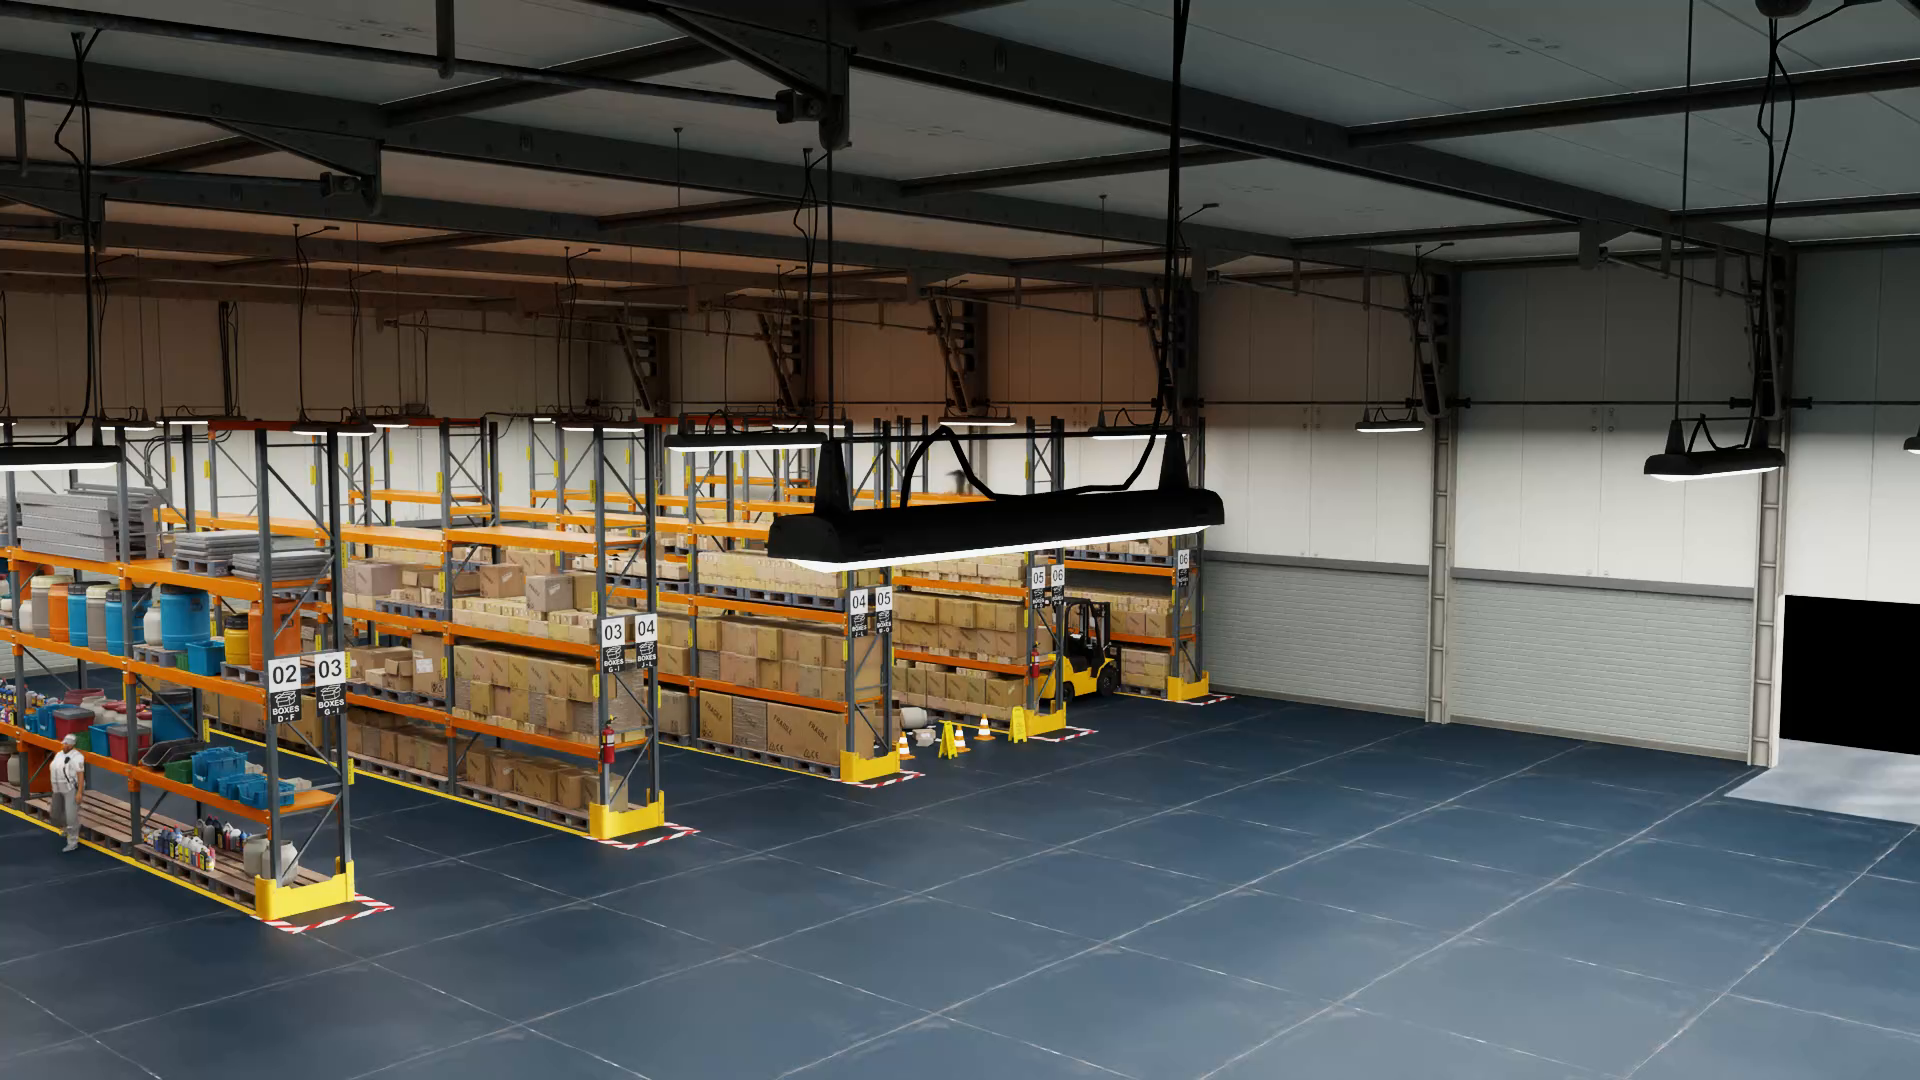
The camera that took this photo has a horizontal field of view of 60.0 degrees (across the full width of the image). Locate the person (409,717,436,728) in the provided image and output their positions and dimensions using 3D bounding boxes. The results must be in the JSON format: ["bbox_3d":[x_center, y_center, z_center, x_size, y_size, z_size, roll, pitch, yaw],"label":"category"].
[{"bbox_3d":[-10.217,2.818,31.480,0.660,1.830,0.771,-4,7,-43],"label":"person"}]

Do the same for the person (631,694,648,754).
[{"bbox_3d":[-5.995,3.013,29.943,0.811,1.681,0.654,3,6,30],"label":"person"}]

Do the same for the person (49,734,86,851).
[{"bbox_3d":[-12.653,3.551,23.620,0.706,1.633,0.621,1,5,16],"label":"person"}]

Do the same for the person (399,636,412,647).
[{"bbox_3d":[-13.450,2.071,40.482,0.659,1.750,1.080,3,6,36],"label":"person"}]
